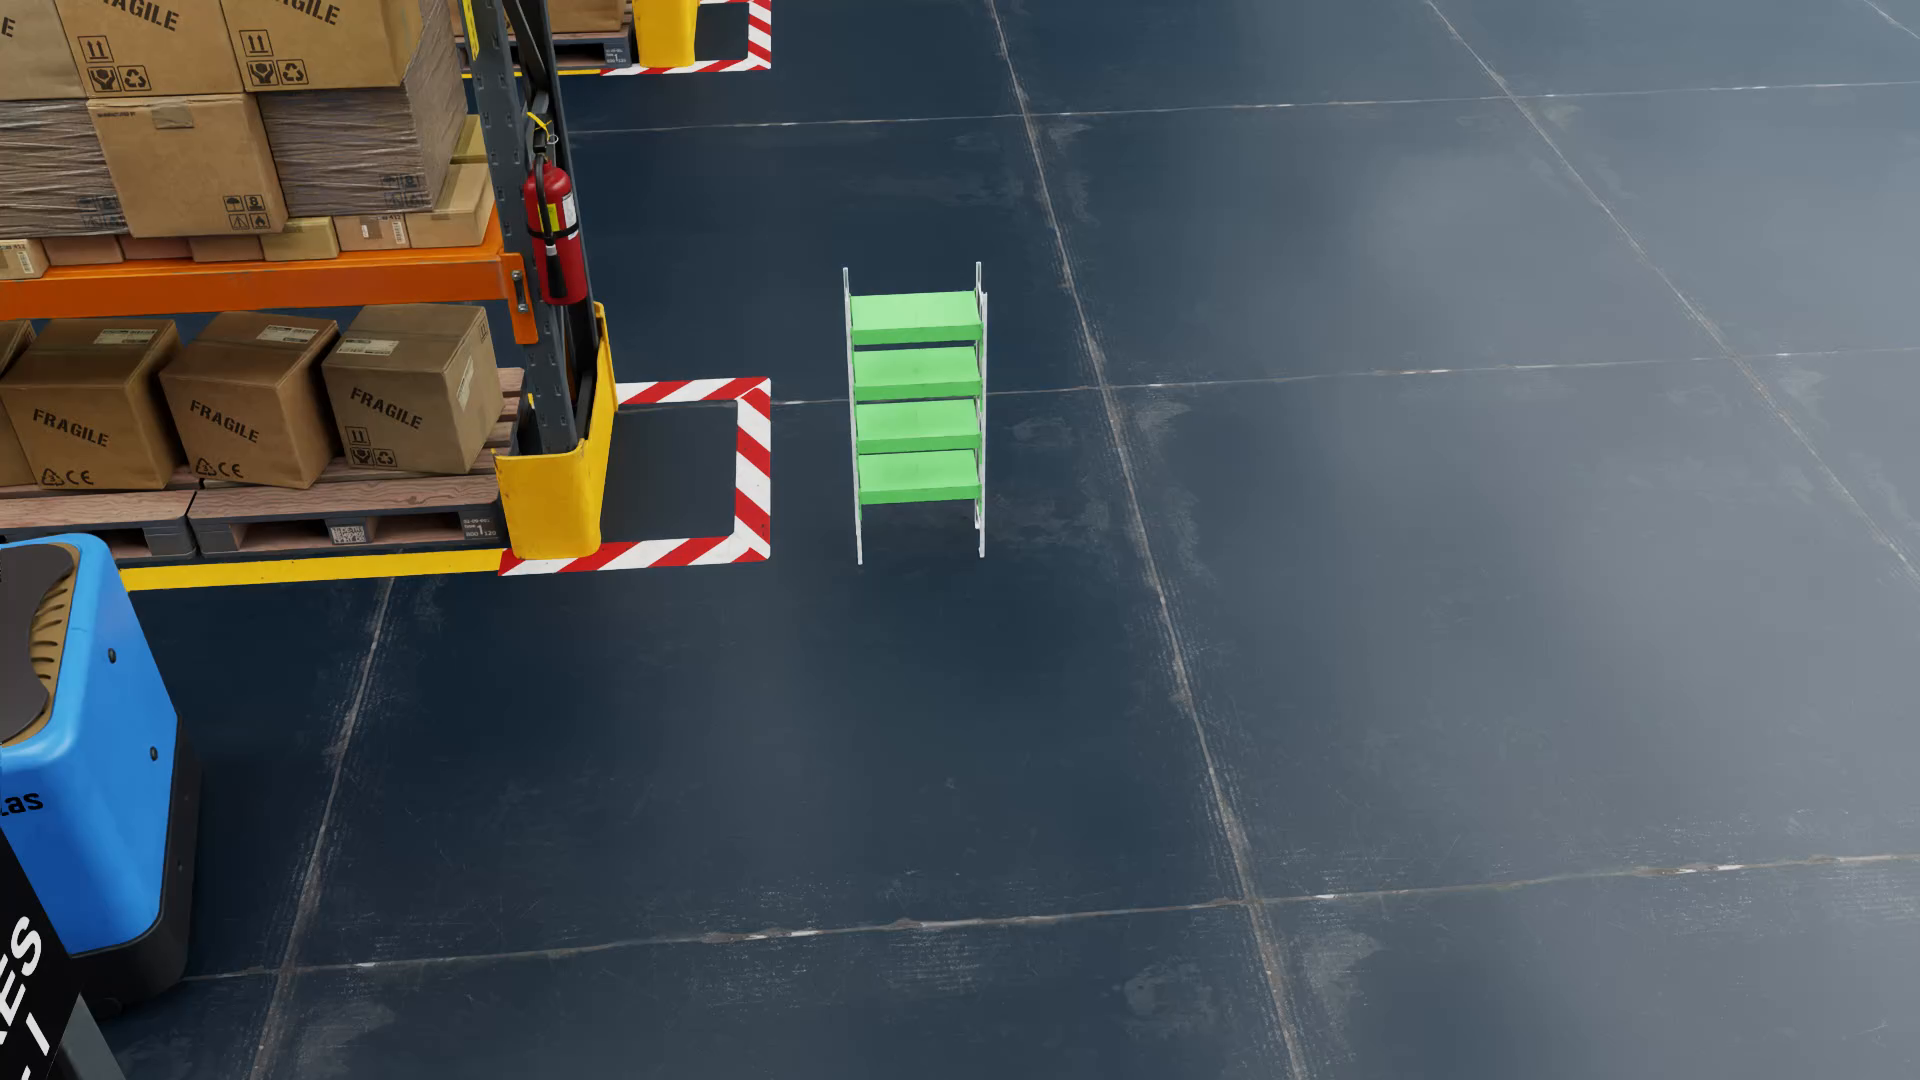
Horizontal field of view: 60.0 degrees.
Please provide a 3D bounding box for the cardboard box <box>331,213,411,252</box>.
[{"bbox_3d":[-2.112,-1.212,6.067,0.250,0.149,0.380,-3,38,-4],"label":"cardboard box"}]

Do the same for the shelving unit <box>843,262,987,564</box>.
[{"bbox_3d":[-0.165,-0.462,6.367,0.503,1.200,0.258,-3,38,-4],"label":"shelving unit"}]

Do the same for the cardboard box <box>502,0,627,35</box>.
[{"bbox_3d":[-2.606,-3.785,10.502,0.875,0.875,0.875,-3,38,-4],"label":"cardboard box"}]

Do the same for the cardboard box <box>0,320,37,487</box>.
[{"bbox_3d":[-3.999,-0.547,6.700,0.500,0.500,0.500,-6,39,-8],"label":"cardboard box"}]

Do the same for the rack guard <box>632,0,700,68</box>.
[{"bbox_3d":[-1.912,-3.553,10.849,0.348,0.500,1.175,-3,38,-4],"label":"rack guard"}]

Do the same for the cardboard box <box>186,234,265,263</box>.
[{"bbox_3d":[-2.607,-1.162,6.004,0.250,0.149,0.380,-3,38,-4],"label":"cardboard box"}]

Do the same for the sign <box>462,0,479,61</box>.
[{"bbox_3d":[-1.568,-1.702,5.295,0.005,0.325,0.100,-3,38,-4],"label":"sign"}]

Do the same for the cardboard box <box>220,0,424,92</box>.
[{"bbox_3d":[-2.124,-1.833,5.523,0.500,0.500,0.500,-3,38,-4],"label":"cardboard box"}]

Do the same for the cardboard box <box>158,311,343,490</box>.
[{"bbox_3d":[-2.814,-0.572,6.733,0.500,0.500,0.500,6,39,8],"label":"cardboard box"}]

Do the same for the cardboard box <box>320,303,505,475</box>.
[{"bbox_3d":[-2.221,-0.626,6.801,0.500,0.500,0.500,4,38,4],"label":"cardboard box"}]

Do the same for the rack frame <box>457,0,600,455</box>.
[{"bbox_3d":[-1.598,-1.467,6.187,0.127,3.000,1.000,-3,38,-4],"label":"rack frame"}]

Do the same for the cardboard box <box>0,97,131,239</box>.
[{"bbox_3d":[-3.137,-1.507,5.918,0.500,0.500,0.875,-3,38,-4],"label":"cardboard box"}]

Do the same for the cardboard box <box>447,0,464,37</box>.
[{"bbox_3d":[-3.482,-3.736,10.439,0.875,0.875,0.875,-4,38,-5],"label":"cardboard box"}]

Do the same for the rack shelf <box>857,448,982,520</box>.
[{"bbox_3d":[-0.165,-0.223,6.555,0.480,0.148,0.258,-3,38,-4],"label":"rack shelf"}]

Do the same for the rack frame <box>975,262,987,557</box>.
[{"bbox_3d":[0.078,-0.475,6.384,0.015,1.200,0.240,-3,38,-4],"label":"rack frame"}]

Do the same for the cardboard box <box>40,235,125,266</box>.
[{"bbox_3d":[-3.107,-1.146,5.984,0.250,0.149,0.380,-3,38,-4],"label":"cardboard box"}]

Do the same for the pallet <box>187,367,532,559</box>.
[{"bbox_3d":[-2.486,-0.345,7.017,1.213,0.211,1.003,-3,38,-4],"label":"pallet"}]

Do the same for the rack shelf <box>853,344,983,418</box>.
[{"bbox_3d":[-0.165,-0.600,6.258,0.480,0.148,0.258,-3,38,-4],"label":"rack shelf"}]

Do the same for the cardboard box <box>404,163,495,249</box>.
[{"bbox_3d":[-1.863,-1.225,6.084,0.250,0.149,0.380,-3,38,-4],"label":"cardboard box"}]

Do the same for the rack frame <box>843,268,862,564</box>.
[{"bbox_3d":[-0.408,-0.449,6.350,0.015,1.200,0.240,-3,38,-4],"label":"rack frame"}]

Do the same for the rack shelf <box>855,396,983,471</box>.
[{"bbox_3d":[-0.165,-0.412,6.406,0.480,0.148,0.258,-3,38,-4],"label":"rack shelf"}]

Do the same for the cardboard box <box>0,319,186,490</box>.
[{"bbox_3d":[-3.439,-0.550,6.704,0.500,0.500,0.500,0,38,0],"label":"cardboard box"}]

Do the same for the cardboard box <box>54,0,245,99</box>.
[{"bbox_3d":[-2.621,-1.802,5.484,0.500,0.500,0.500,-3,38,-4],"label":"cardboard box"}]

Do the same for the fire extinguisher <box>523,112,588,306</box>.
[{"bbox_3d":[-1.443,-1.158,5.859,0.183,0.674,0.296,-3,38,-4],"label":"fire extinguisher"}]

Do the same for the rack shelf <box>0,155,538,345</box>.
[{"bbox_3d":[-3.590,-1.075,6.271,4.000,0.370,1.077,-3,38,-4],"label":"rack shelf"}]

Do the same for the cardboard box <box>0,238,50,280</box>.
[{"bbox_3d":[-3.348,-1.078,5.897,0.250,0.149,0.380,-3,38,-4],"label":"cardboard box"}]

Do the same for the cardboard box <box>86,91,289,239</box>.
[{"bbox_3d":[-2.635,-1.508,5.919,0.500,0.500,0.875,-3,38,-4],"label":"cardboard box"}]

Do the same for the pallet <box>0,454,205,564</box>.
[{"bbox_3d":[-3.698,-0.280,6.935,1.213,0.211,1.003,-3,38,-4],"label":"pallet"}]

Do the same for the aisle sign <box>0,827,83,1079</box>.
[{"bbox_3d":[-1.113,0.384,1.743,0.004,0.787,0.394,-3,38,-4],"label":"aisle sign"}]

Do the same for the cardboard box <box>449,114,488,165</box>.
[{"bbox_3d":[-1.903,-1.500,6.432,0.250,0.149,0.380,-3,38,-4],"label":"cardboard box"}]

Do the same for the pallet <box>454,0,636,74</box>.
[{"bbox_3d":[-2.726,-3.346,10.820,1.213,0.211,1.003,-3,38,-4],"label":"pallet"}]

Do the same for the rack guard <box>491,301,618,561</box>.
[{"bbox_3d":[-1.673,-0.481,6.956,0.348,0.500,1.175,-3,38,-4],"label":"rack guard"}]

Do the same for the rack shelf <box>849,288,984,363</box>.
[{"bbox_3d":[-0.165,-0.789,6.109,0.480,0.148,0.258,-3,38,-4],"label":"rack shelf"}]

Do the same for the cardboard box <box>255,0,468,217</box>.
[{"bbox_3d":[-2.148,-1.609,6.047,0.500,0.500,0.875,-3,38,-4],"label":"cardboard box"}]

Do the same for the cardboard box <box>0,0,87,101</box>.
[{"bbox_3d":[-3.119,-1.776,5.451,0.500,0.500,0.500,-3,38,-4],"label":"cardboard box"}]

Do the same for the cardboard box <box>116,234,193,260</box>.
[{"bbox_3d":[-2.860,-1.174,6.019,0.250,0.149,0.380,-3,38,-4],"label":"cardboard box"}]

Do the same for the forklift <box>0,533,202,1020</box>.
[{"bbox_3d":[-3.905,0.202,4.128,3.031,2.935,1.130,-11,39,-13],"label":"forklift"}]

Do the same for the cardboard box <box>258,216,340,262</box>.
[{"bbox_3d":[-2.357,-1.166,6.009,0.250,0.149,0.380,-3,38,-4],"label":"cardboard box"}]

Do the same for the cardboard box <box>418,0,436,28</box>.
[{"bbox_3d":[-2.170,-2.153,5.929,0.500,0.500,0.500,-3,38,-4],"label":"cardboard box"}]
